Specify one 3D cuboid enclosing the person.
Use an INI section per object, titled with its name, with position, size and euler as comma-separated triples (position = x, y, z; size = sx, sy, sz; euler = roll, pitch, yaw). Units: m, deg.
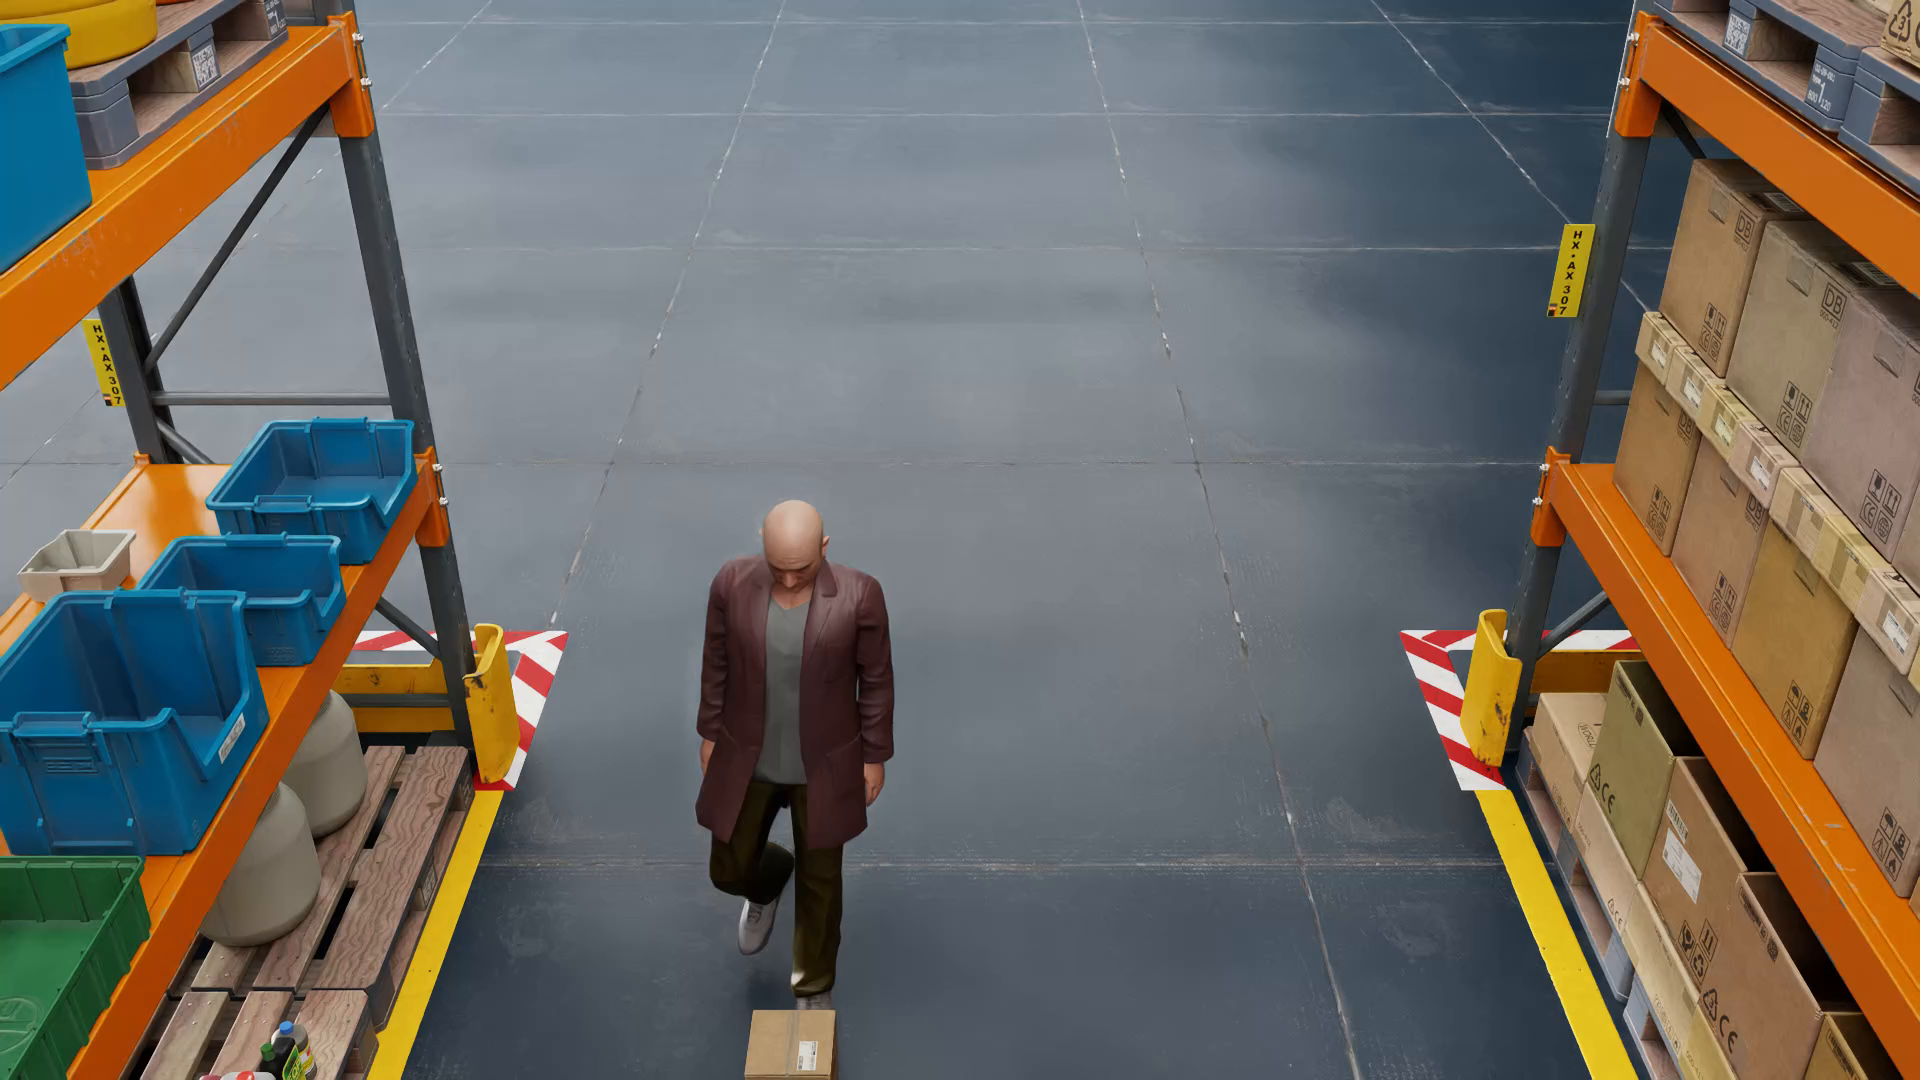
[person]
position = -0.511, 0.734, 5.035
size = 0.613, 1.625, 0.686
euler = 3, 31, 5
